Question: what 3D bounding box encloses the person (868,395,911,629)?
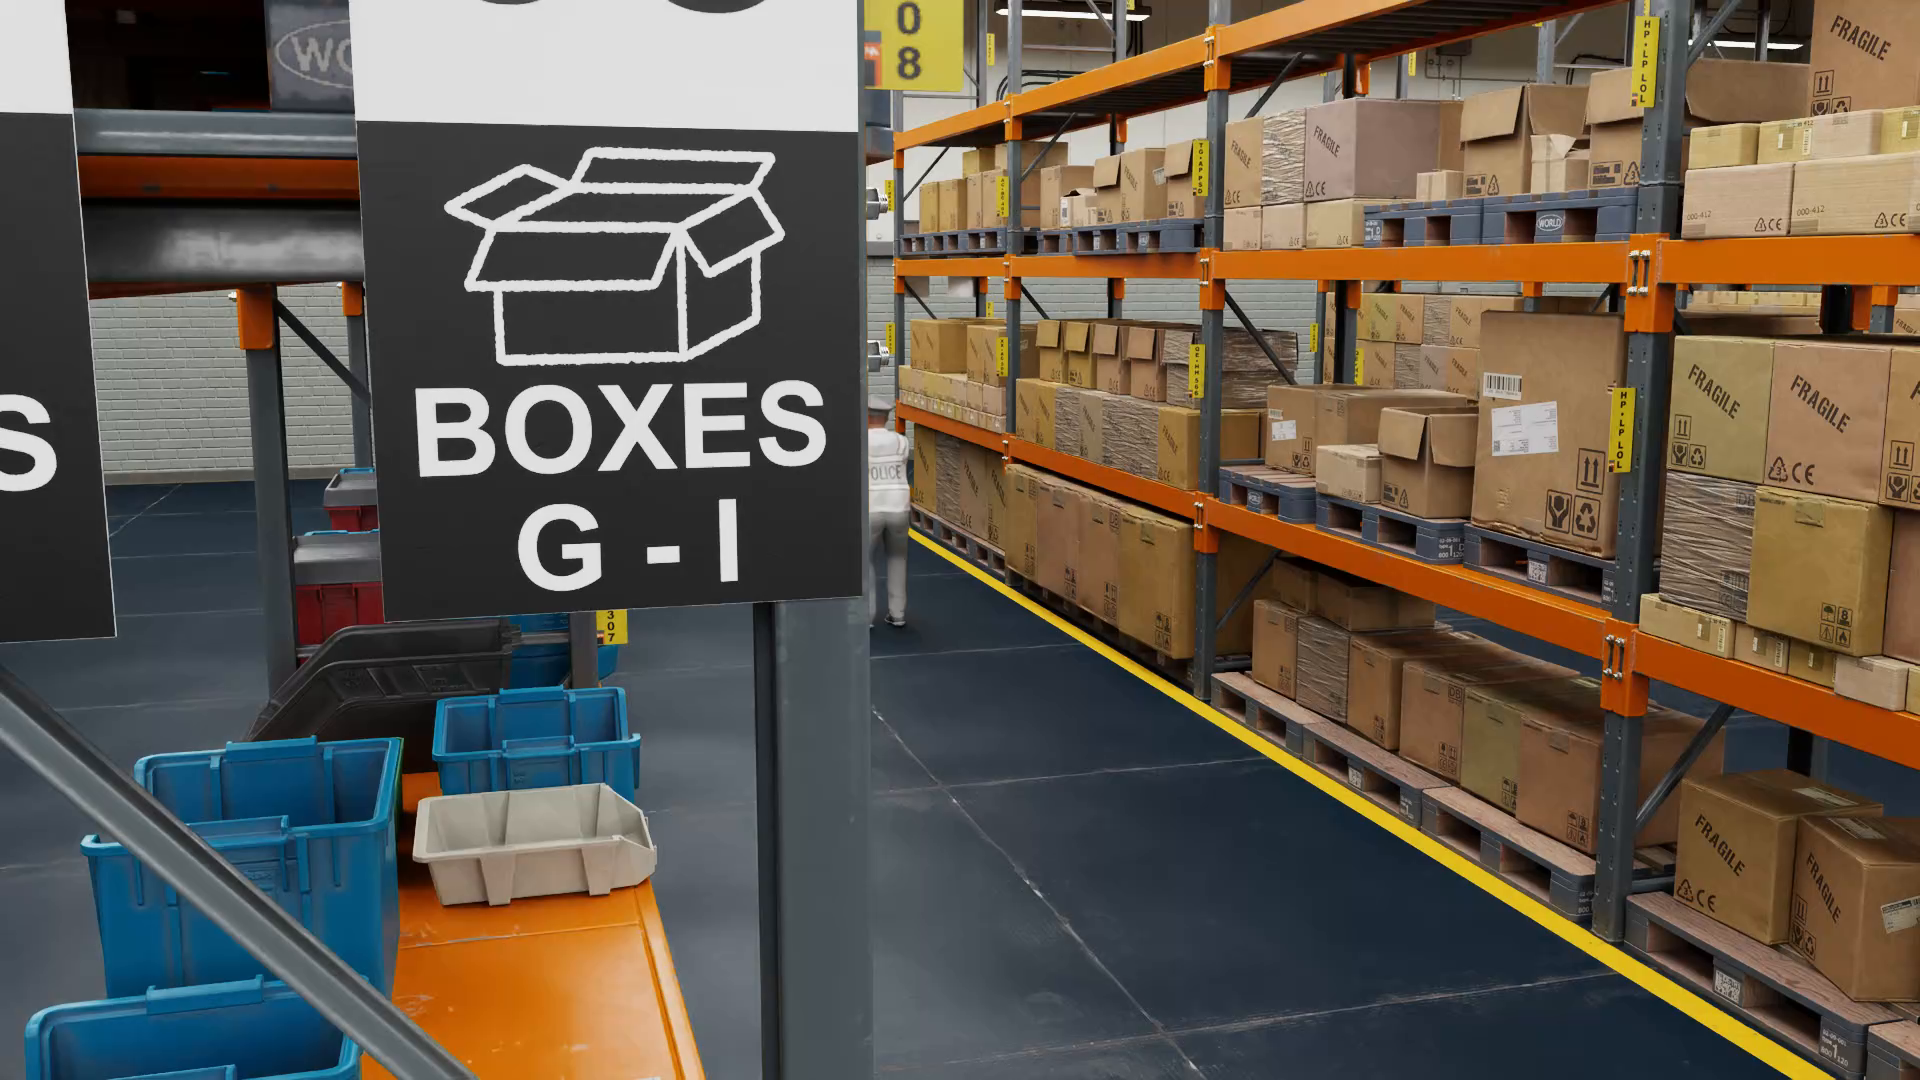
[{"bbox_3d":[-0.635,-0.215,12.670,0.490,1.764,0.575,-3,10,-17],"label":"person"}]
